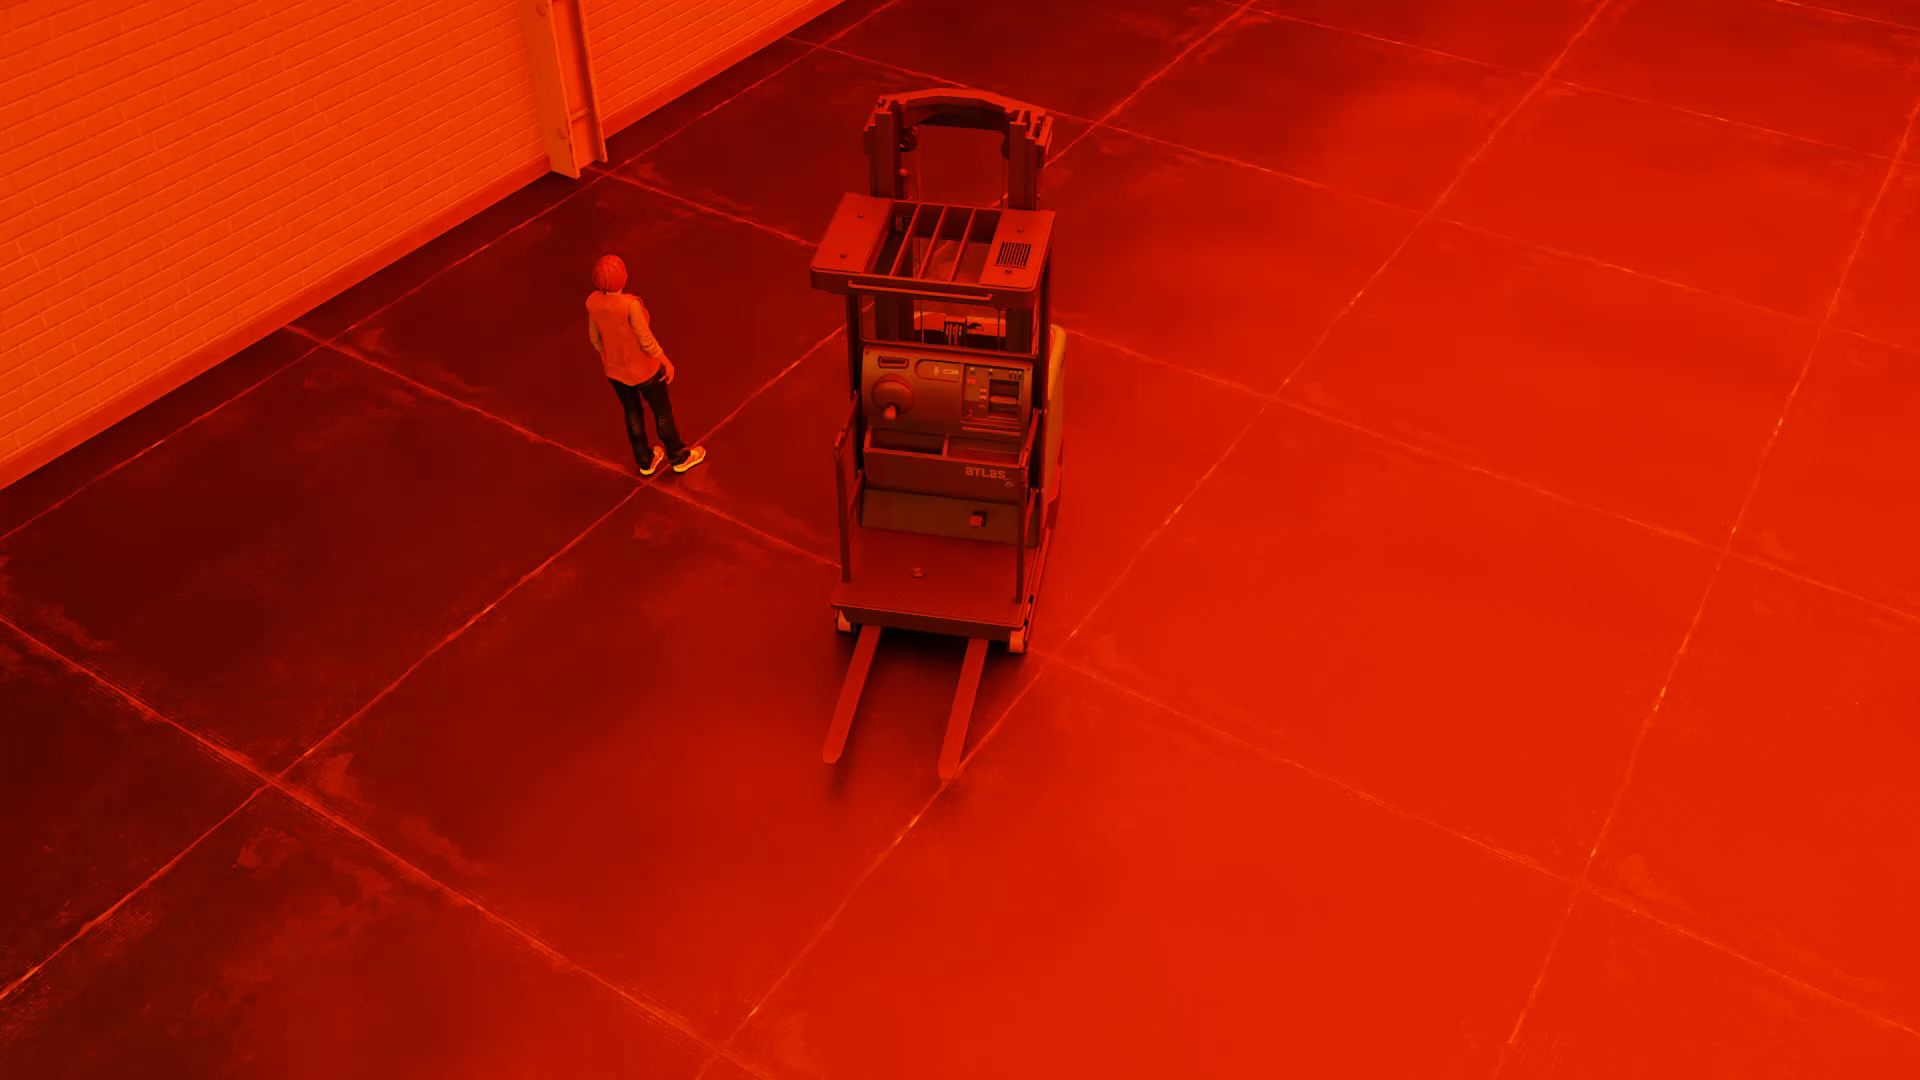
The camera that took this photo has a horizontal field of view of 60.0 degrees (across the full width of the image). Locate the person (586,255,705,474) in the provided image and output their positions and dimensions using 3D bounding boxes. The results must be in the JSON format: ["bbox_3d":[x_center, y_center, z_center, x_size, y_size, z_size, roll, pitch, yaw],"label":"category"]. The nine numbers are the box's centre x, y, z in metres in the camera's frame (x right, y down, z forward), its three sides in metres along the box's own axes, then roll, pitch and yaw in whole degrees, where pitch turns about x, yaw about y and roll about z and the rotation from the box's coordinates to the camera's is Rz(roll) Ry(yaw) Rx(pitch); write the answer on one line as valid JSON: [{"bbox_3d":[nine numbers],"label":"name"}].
[{"bbox_3d":[-1.973,-1.091,10.286,0.520,1.585,0.473,15,42,17],"label":"person"}]

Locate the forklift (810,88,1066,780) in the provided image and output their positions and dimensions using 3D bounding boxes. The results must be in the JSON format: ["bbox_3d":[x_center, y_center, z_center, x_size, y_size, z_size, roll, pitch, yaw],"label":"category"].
[{"bbox_3d":[-0.108,-0.731,8.830,1.130,2.935,3.031,7,41,8],"label":"forklift"}]
